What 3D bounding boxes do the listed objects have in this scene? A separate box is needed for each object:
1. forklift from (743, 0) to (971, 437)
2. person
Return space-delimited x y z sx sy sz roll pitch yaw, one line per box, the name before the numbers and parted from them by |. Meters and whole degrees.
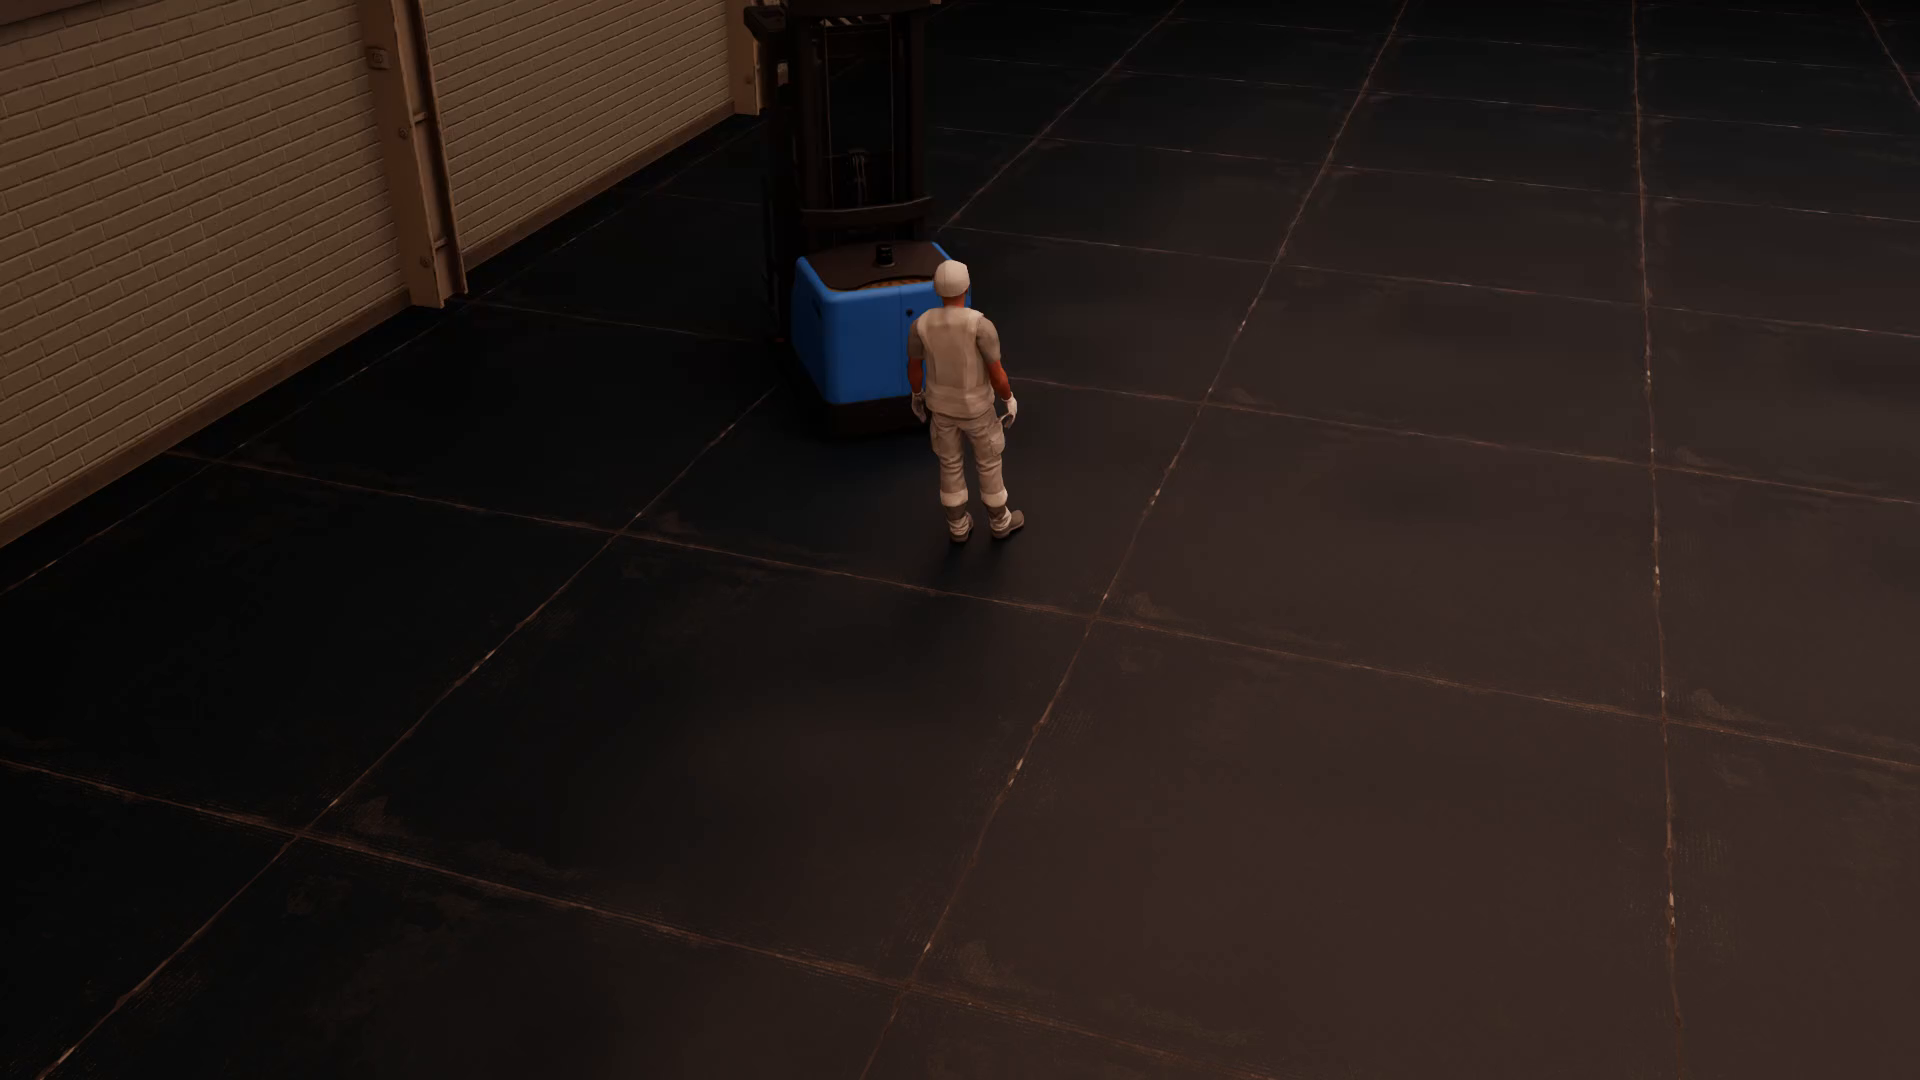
forklift | -0.857 -2.680 11.837 1.130 2.935 3.031 -9 31 -16
person | 0.038 -0.820 9.712 0.637 1.790 0.562 10 31 16
